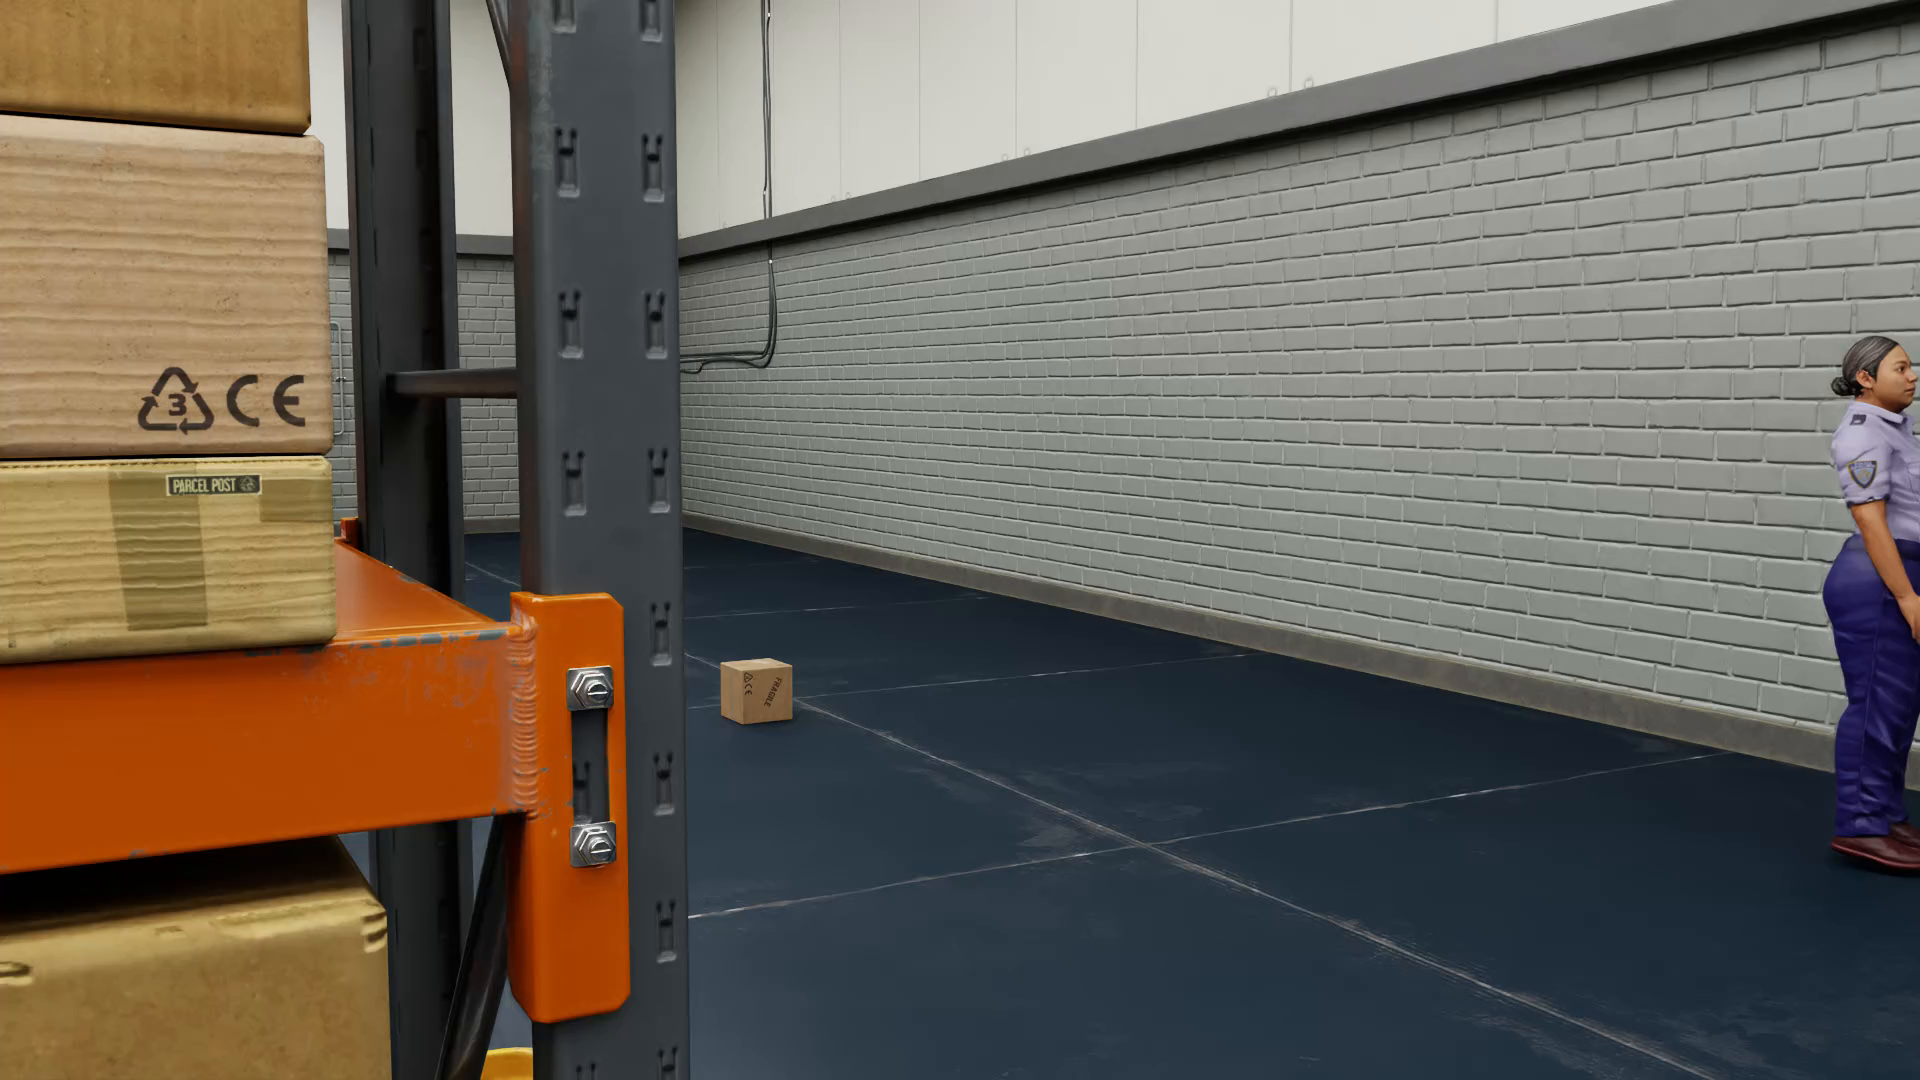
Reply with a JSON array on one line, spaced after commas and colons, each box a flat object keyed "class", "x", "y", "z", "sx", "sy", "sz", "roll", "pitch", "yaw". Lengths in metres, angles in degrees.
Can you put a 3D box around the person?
[{"class": "person", "x": 2.937, "y": 0.187, "z": 5.258, "sx": 0.393, "sy": 1.660, "sz": 0.492, "roll": 4, "pitch": 6, "yaw": 37}]
